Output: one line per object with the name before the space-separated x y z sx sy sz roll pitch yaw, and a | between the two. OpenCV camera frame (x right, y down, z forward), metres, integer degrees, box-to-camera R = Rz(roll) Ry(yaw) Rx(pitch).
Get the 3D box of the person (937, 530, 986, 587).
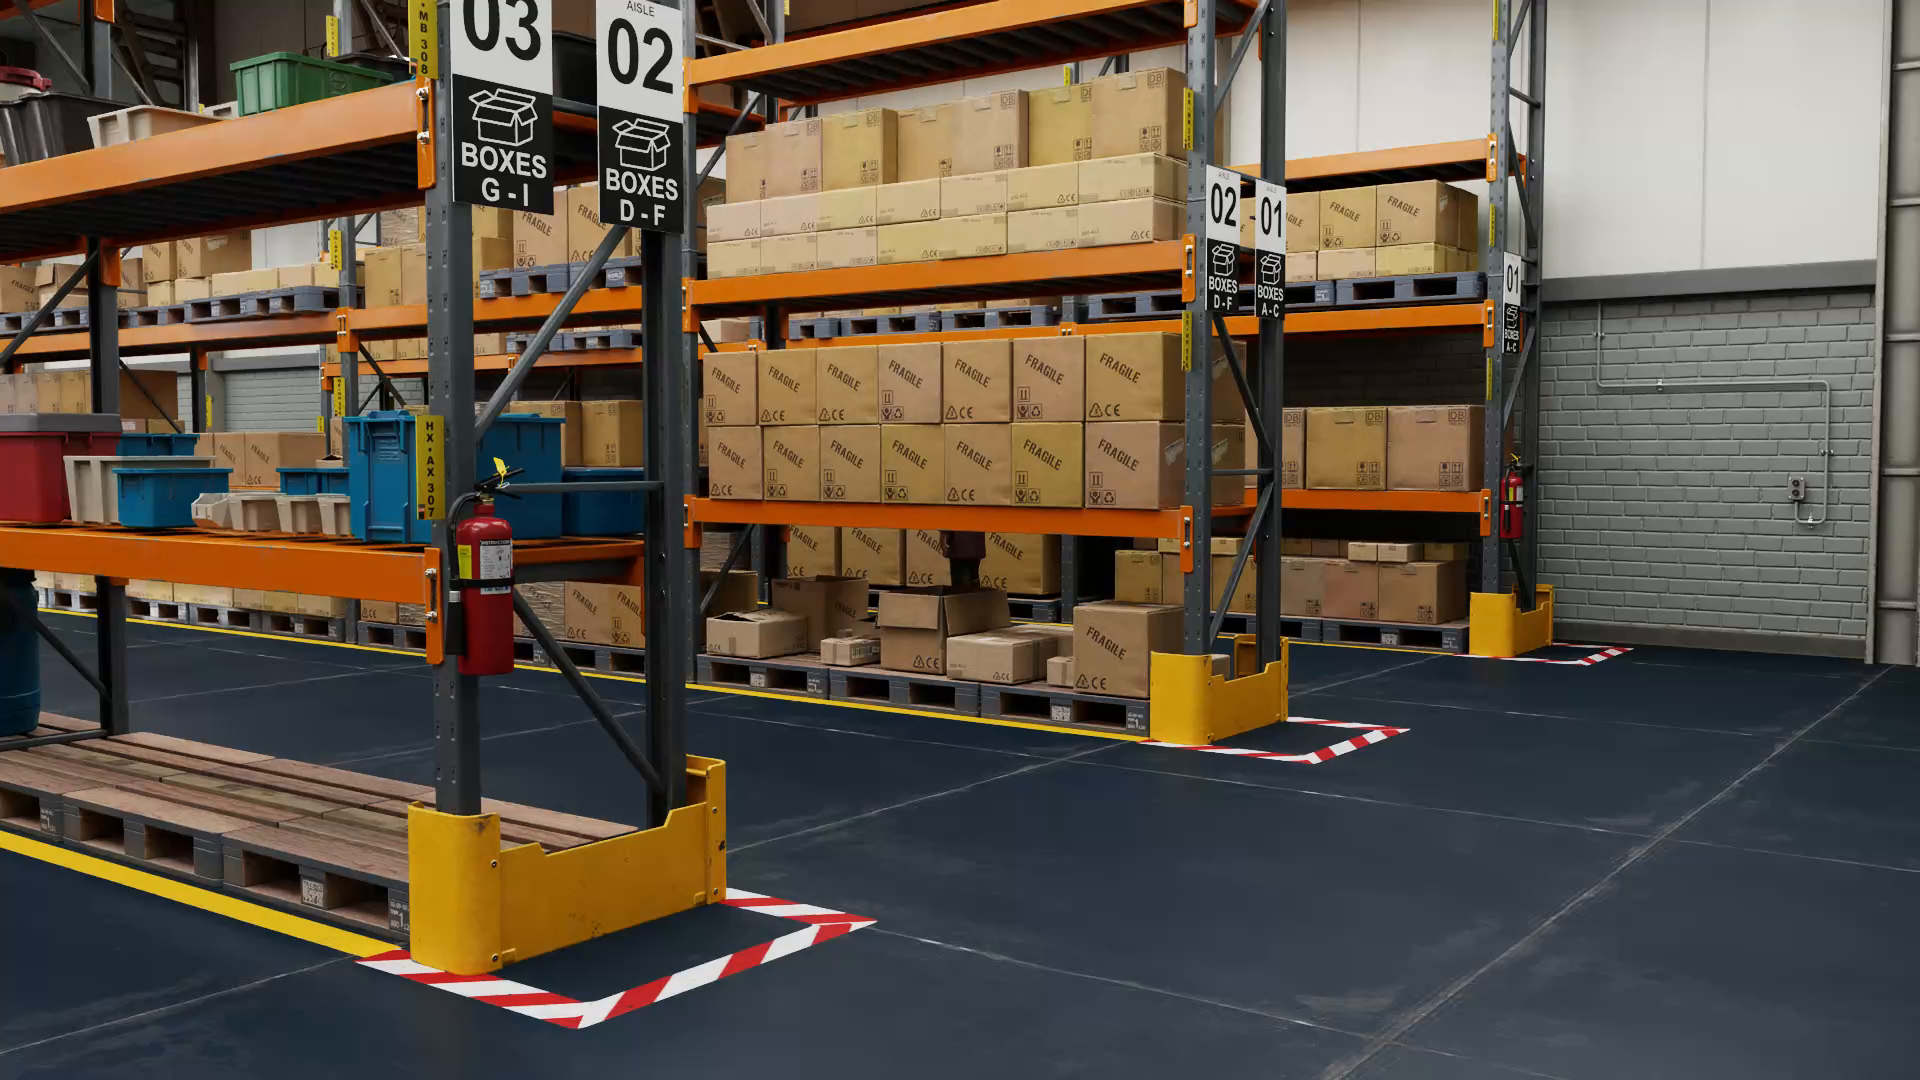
person | -0.024 -0.070 15.028 0.582 1.776 0.694 2 4 36
